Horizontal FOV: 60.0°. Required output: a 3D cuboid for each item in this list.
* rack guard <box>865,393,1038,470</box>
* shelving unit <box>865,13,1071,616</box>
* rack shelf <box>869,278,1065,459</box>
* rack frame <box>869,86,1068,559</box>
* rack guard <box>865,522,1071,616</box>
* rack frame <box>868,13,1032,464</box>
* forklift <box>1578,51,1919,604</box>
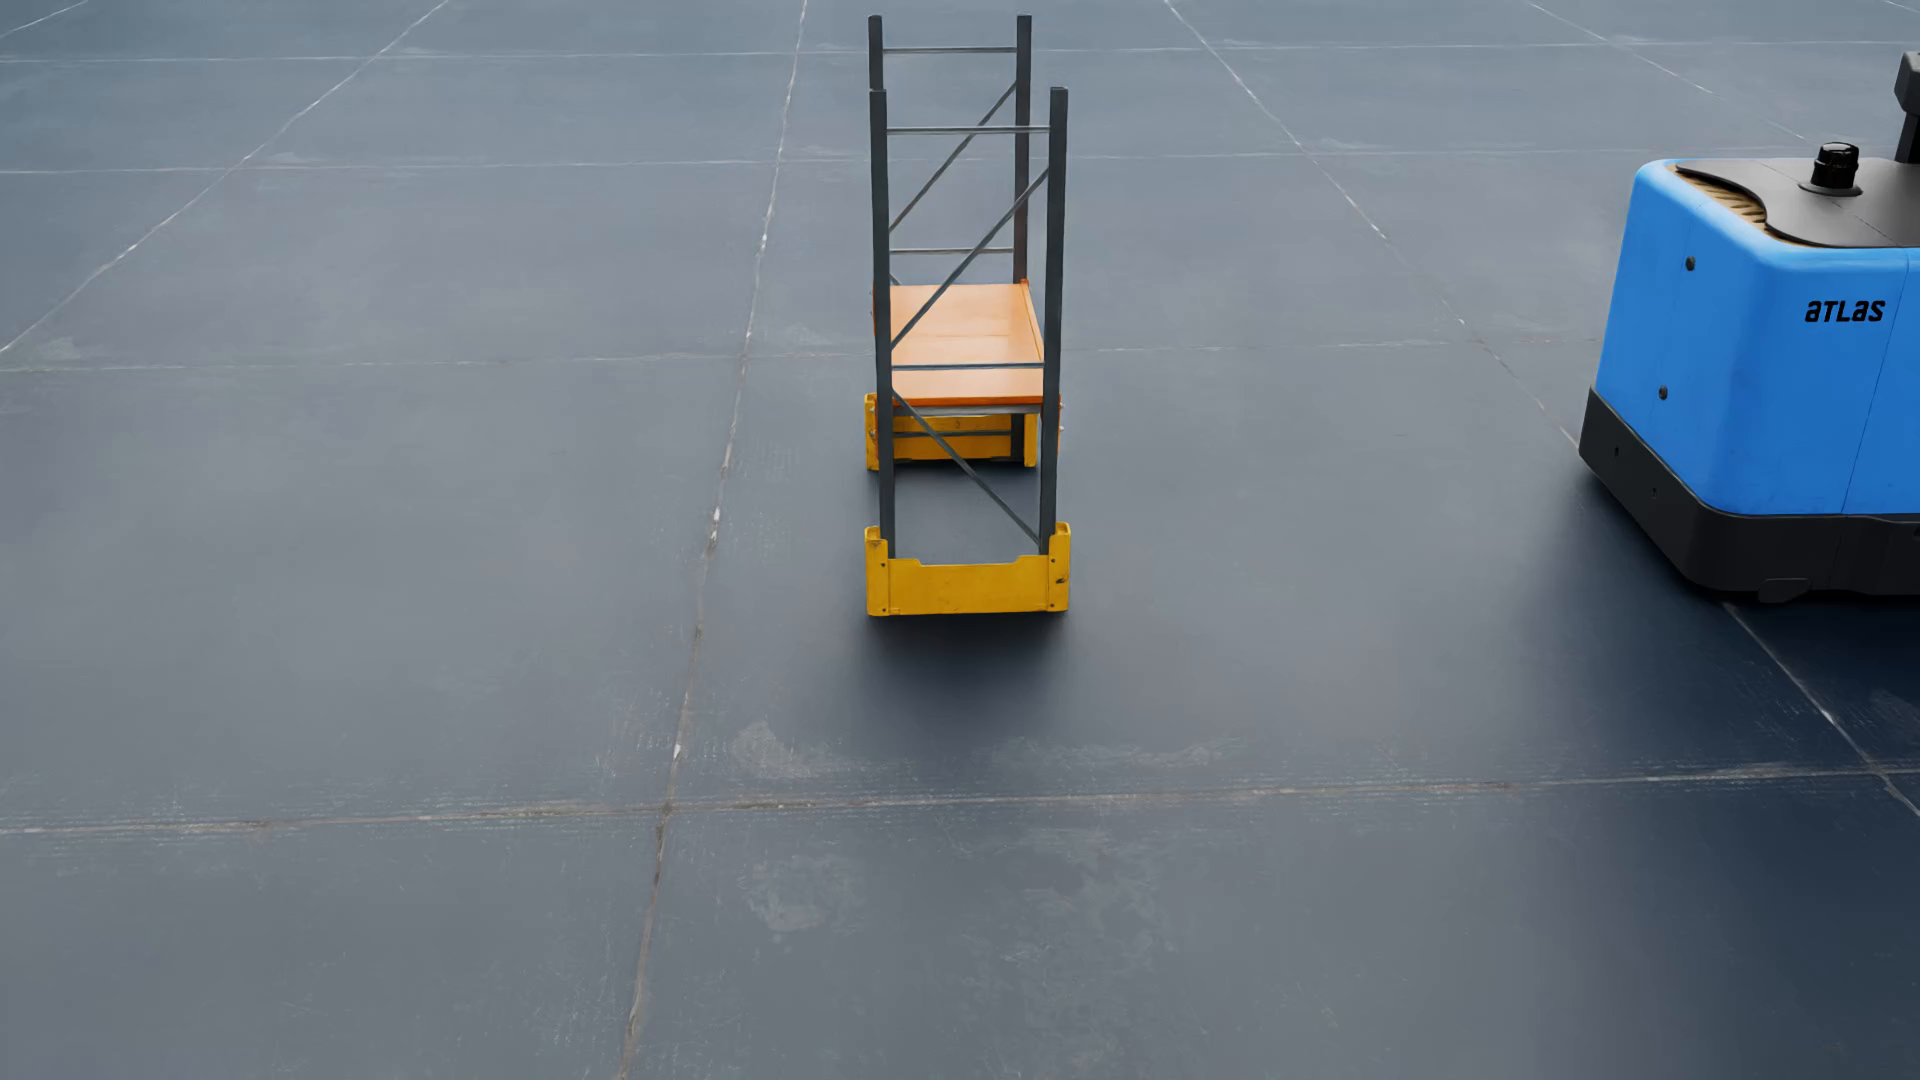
[{"bbox_3d":[-0.030,-0.376,5.701,0.587,0.250,0.087,-1,28,-3],"label":"rack guard"},{"bbox_3d":[-0.004,-0.700,4.971,0.587,1.500,1.083,-1,28,-3],"label":"shelving unit"},{"bbox_3d":[-0.004,-0.545,5.062,0.538,0.185,1.000,-1,28,-3],"label":"rack shelf"},{"bbox_3d":[0.022,-0.470,4.529,0.500,1.500,0.032,-1,28,-3],"label":"rack frame"},{"bbox_3d":[0.022,0.084,4.819,0.587,0.250,0.087,-1,28,-3],"label":"rack guard"},{"bbox_3d":[-0.031,-0.939,5.429,0.500,1.500,0.032,-1,28,-3],"label":"rack frame"},{"bbox_3d":[3.629,-1.348,4.664,3.031,2.935,1.130,-1,28,-1],"label":"forklift"}]
